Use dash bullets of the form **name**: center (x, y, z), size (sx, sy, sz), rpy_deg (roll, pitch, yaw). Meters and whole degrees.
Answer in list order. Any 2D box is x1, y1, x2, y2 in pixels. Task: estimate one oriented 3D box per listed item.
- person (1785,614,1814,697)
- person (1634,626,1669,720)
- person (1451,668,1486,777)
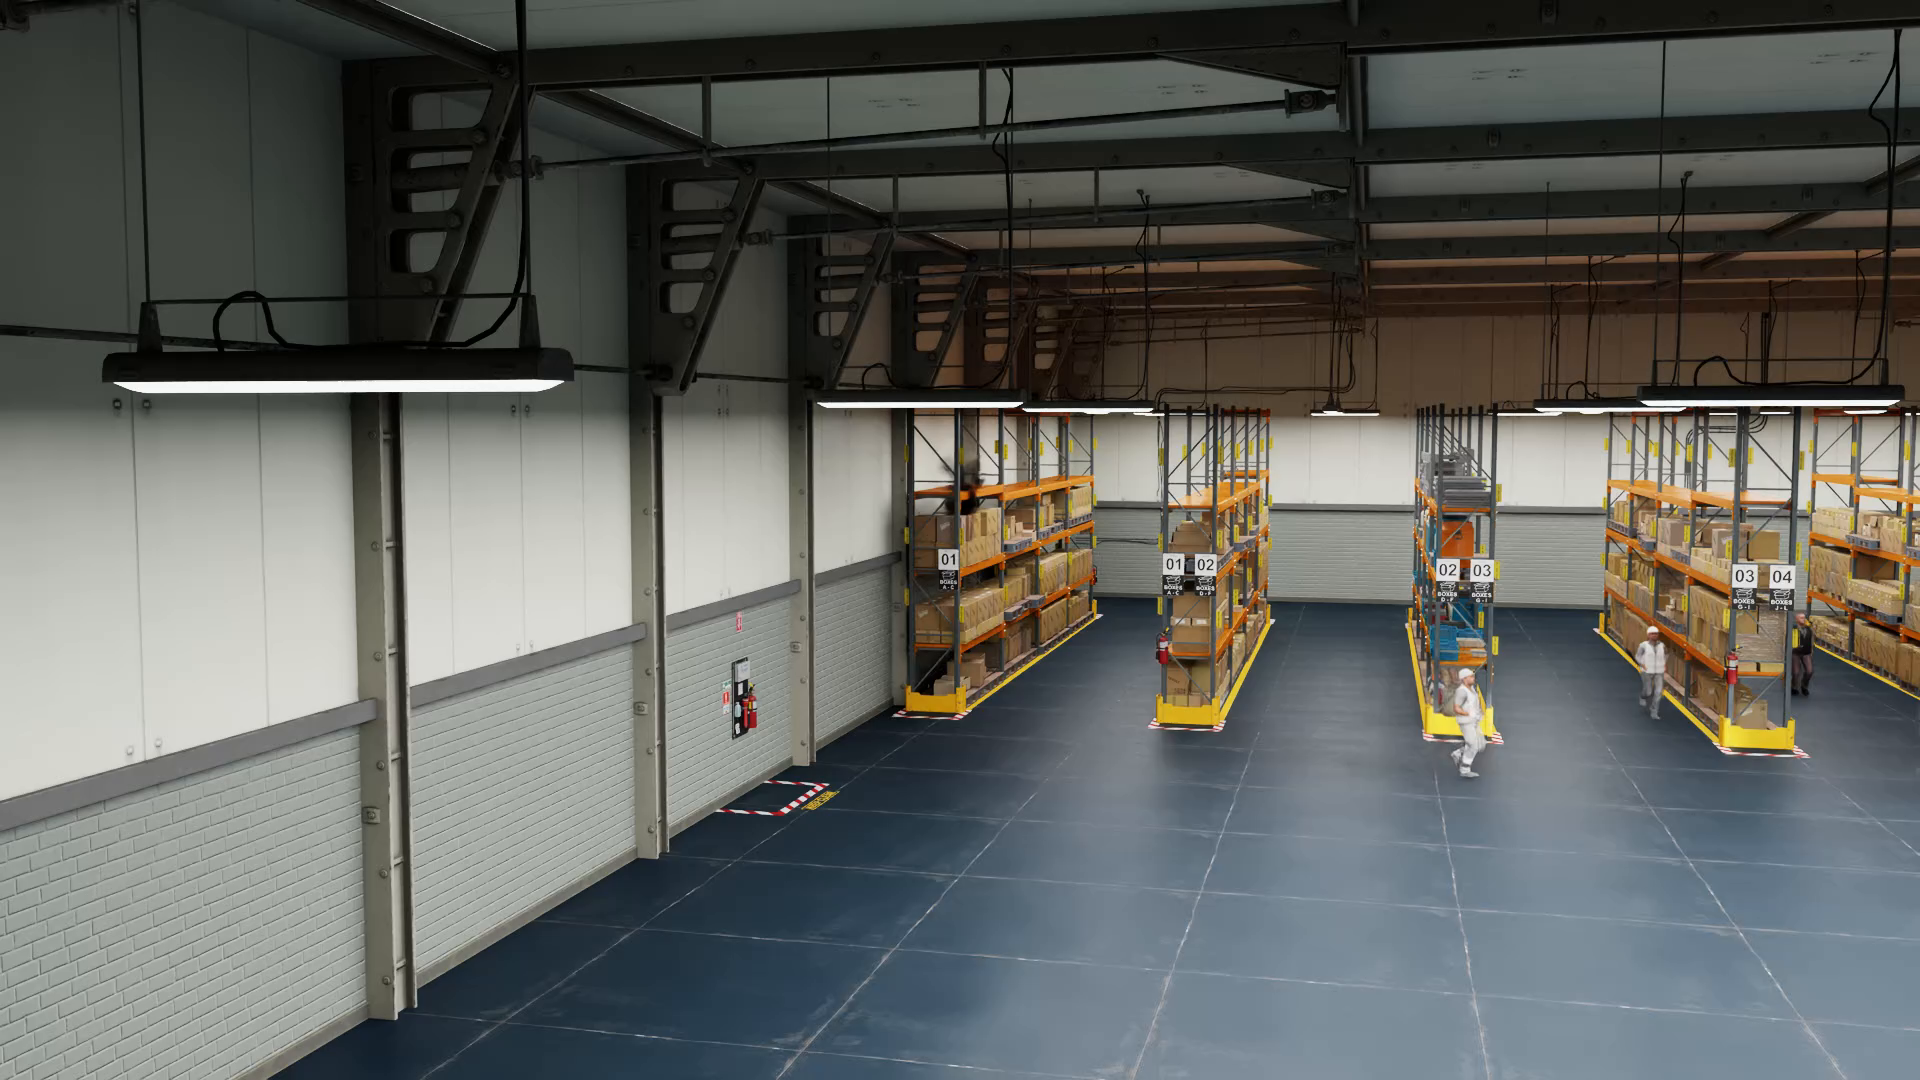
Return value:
- **person**: center (17.339, 2.383, 34.300), size (0.656, 1.738, 0.702), rpy_deg (1, 4, 8)
- **person**: center (13.323, 2.535, 32.003), size (0.661, 1.758, 0.792), rpy_deg (1, 4, 7)
- **person**: center (8.118, 2.918, 26.555), size (0.612, 1.738, 0.651), rpy_deg (3, 5, 37)
